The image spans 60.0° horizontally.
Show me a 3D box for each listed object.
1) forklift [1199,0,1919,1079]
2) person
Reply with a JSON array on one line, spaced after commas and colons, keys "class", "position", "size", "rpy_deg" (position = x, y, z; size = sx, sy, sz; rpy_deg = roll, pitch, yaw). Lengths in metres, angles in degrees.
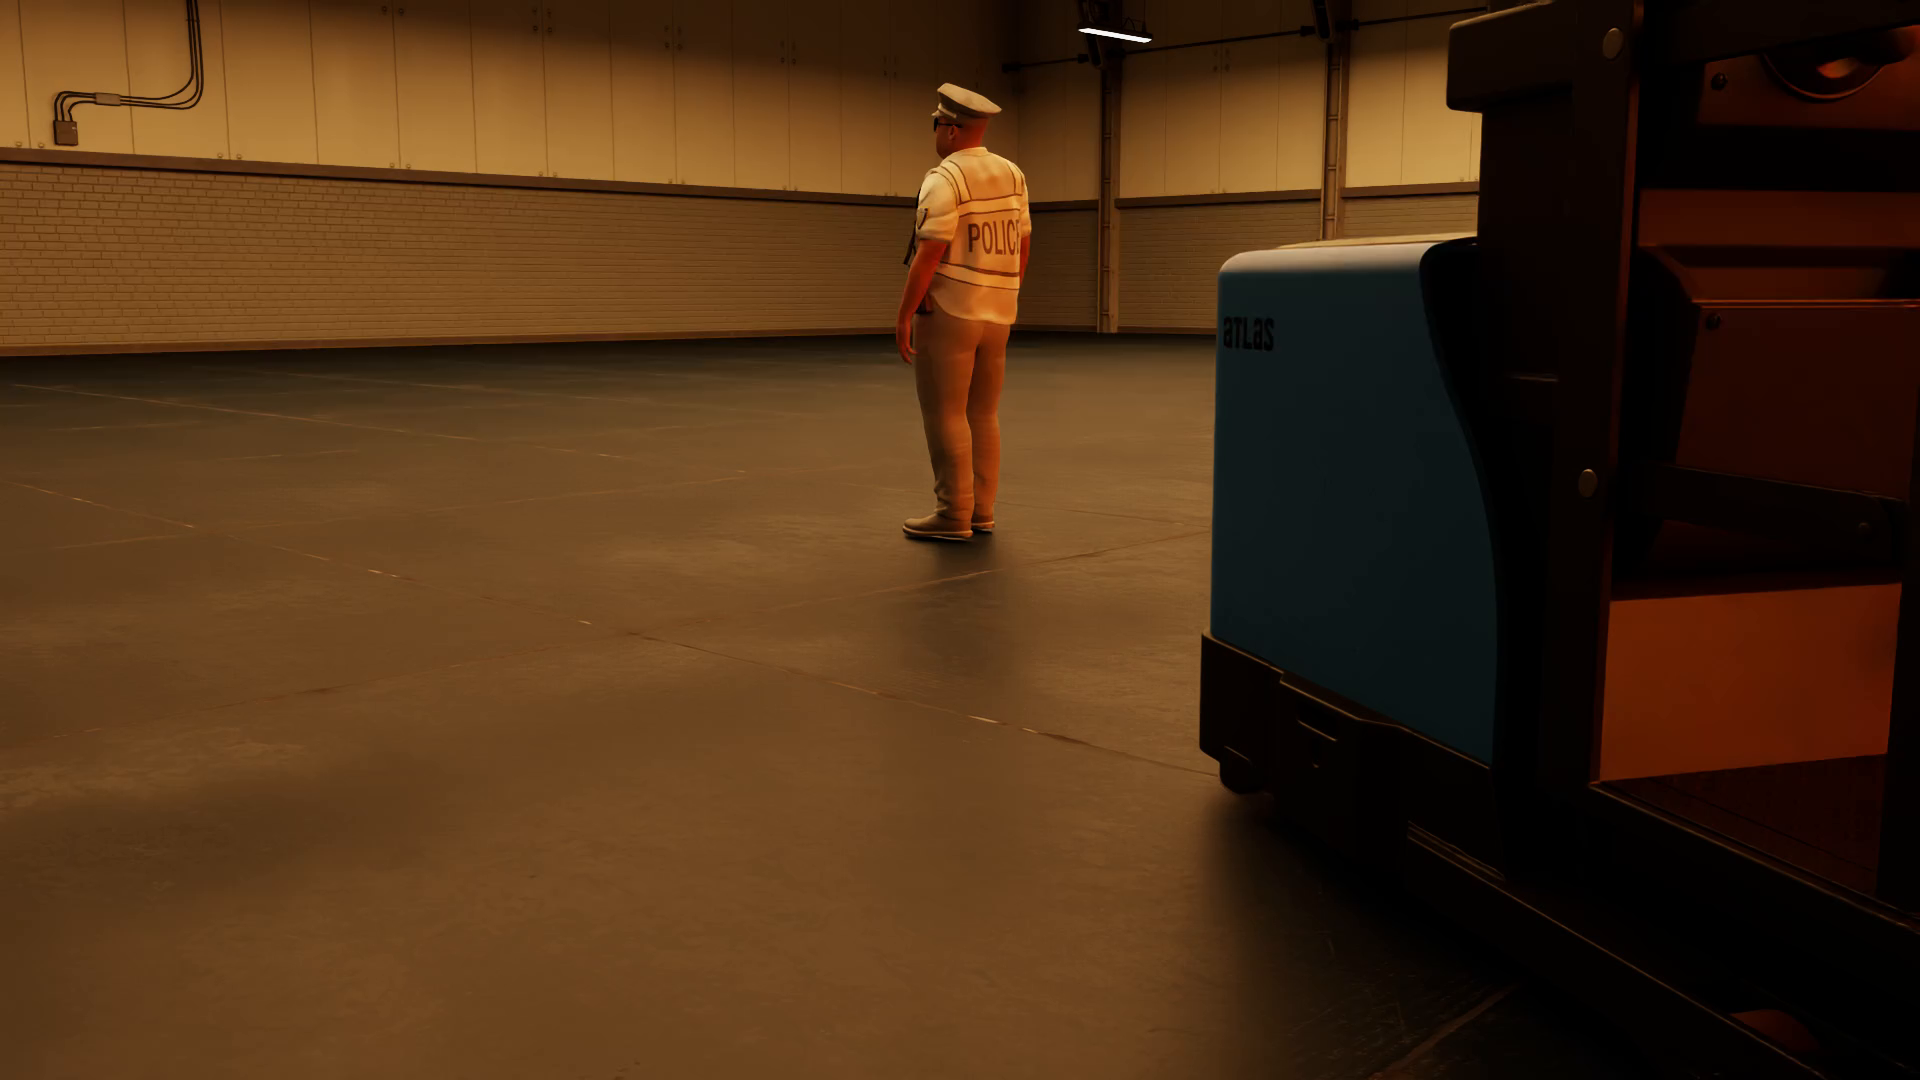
[{"class": "forklift", "position": [1.397, -0.768, 1.975], "size": [1.130, 2.935, 3.031], "rpy_deg": [-3, 9, -16]}, {"class": "person", "position": [-0.047, -0.896, 6.646], "size": [0.575, 1.778, 0.640], "rpy_deg": [8, 12, 43]}]
